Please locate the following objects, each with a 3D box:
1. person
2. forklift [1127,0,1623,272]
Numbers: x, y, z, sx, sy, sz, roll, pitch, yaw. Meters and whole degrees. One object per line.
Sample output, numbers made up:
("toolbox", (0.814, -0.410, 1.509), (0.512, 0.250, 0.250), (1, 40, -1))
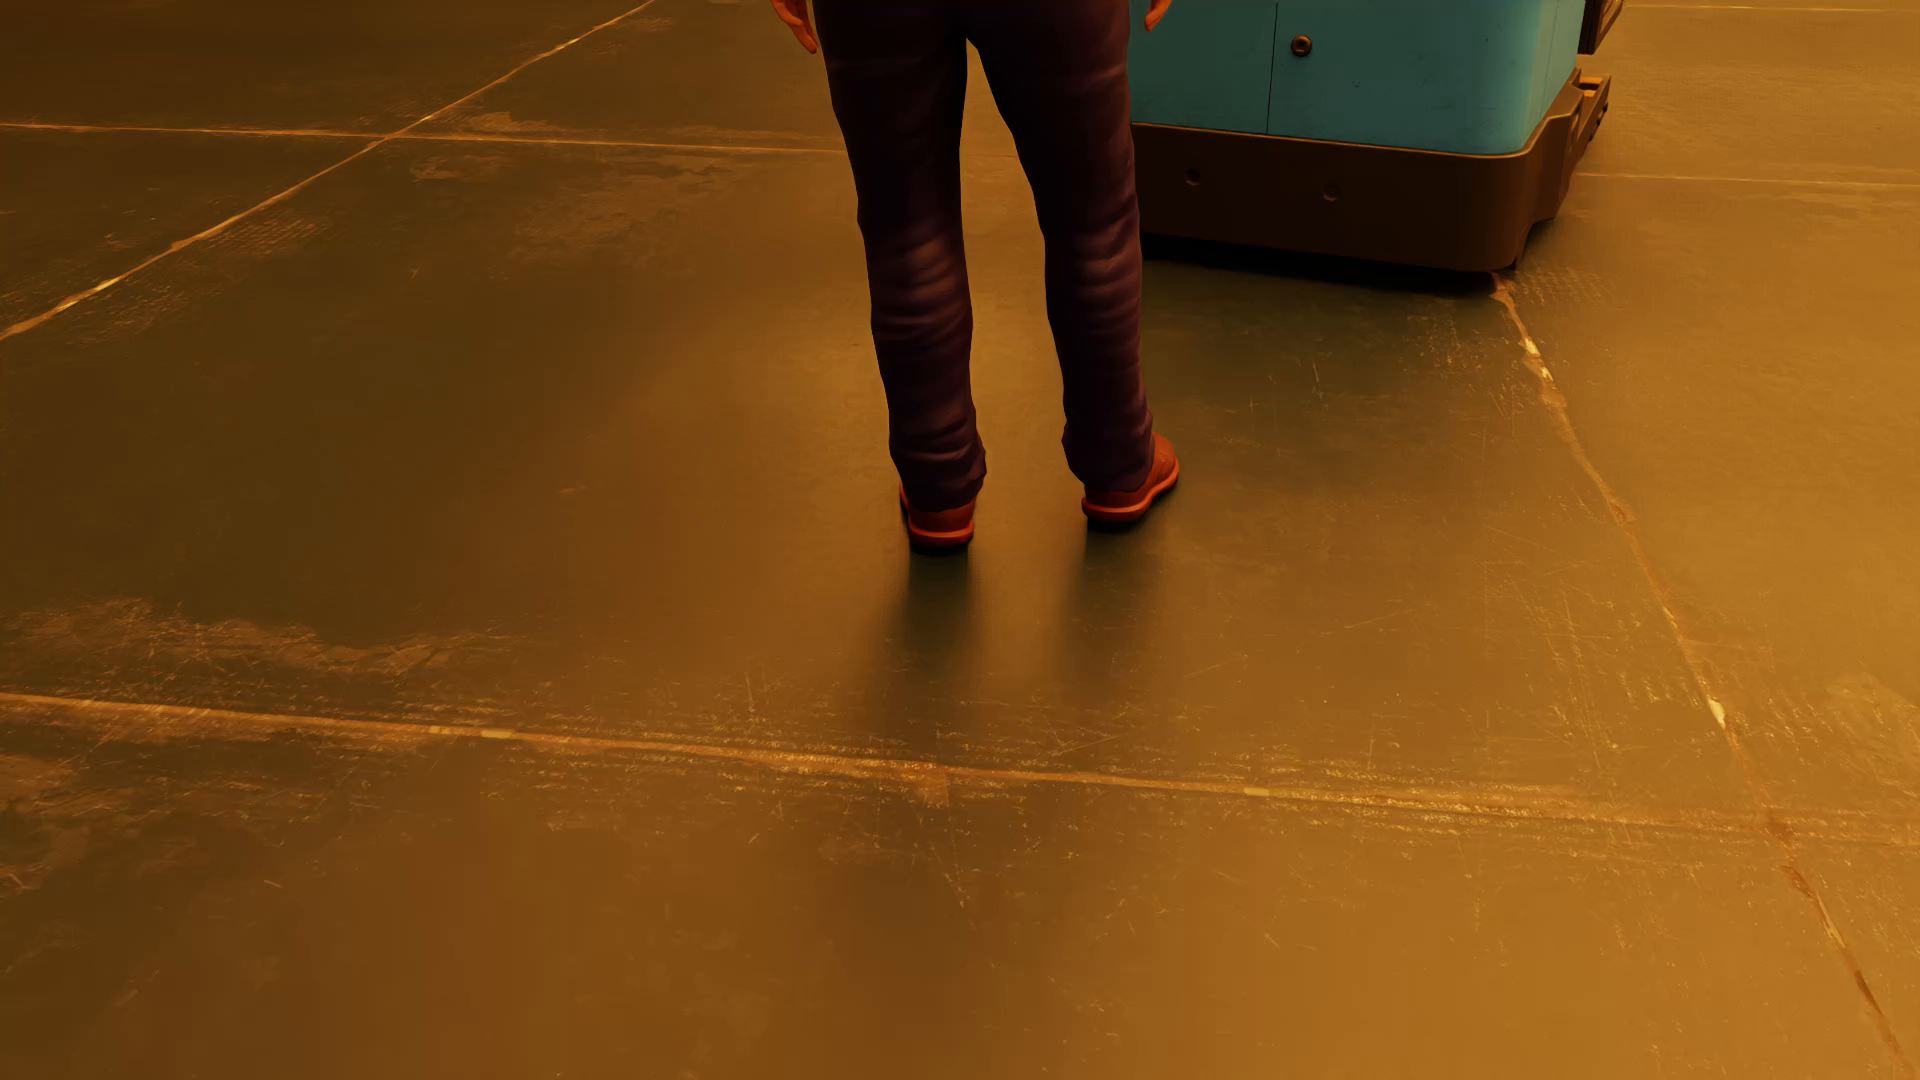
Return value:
("person", (0.035, -0.778, 2.209), (0.598, 1.640, 0.501), (3, 27, 7))
("forklift", (1.269, -2.501, 4.229), (1.130, 2.935, 3.031), (11, 29, 22))
